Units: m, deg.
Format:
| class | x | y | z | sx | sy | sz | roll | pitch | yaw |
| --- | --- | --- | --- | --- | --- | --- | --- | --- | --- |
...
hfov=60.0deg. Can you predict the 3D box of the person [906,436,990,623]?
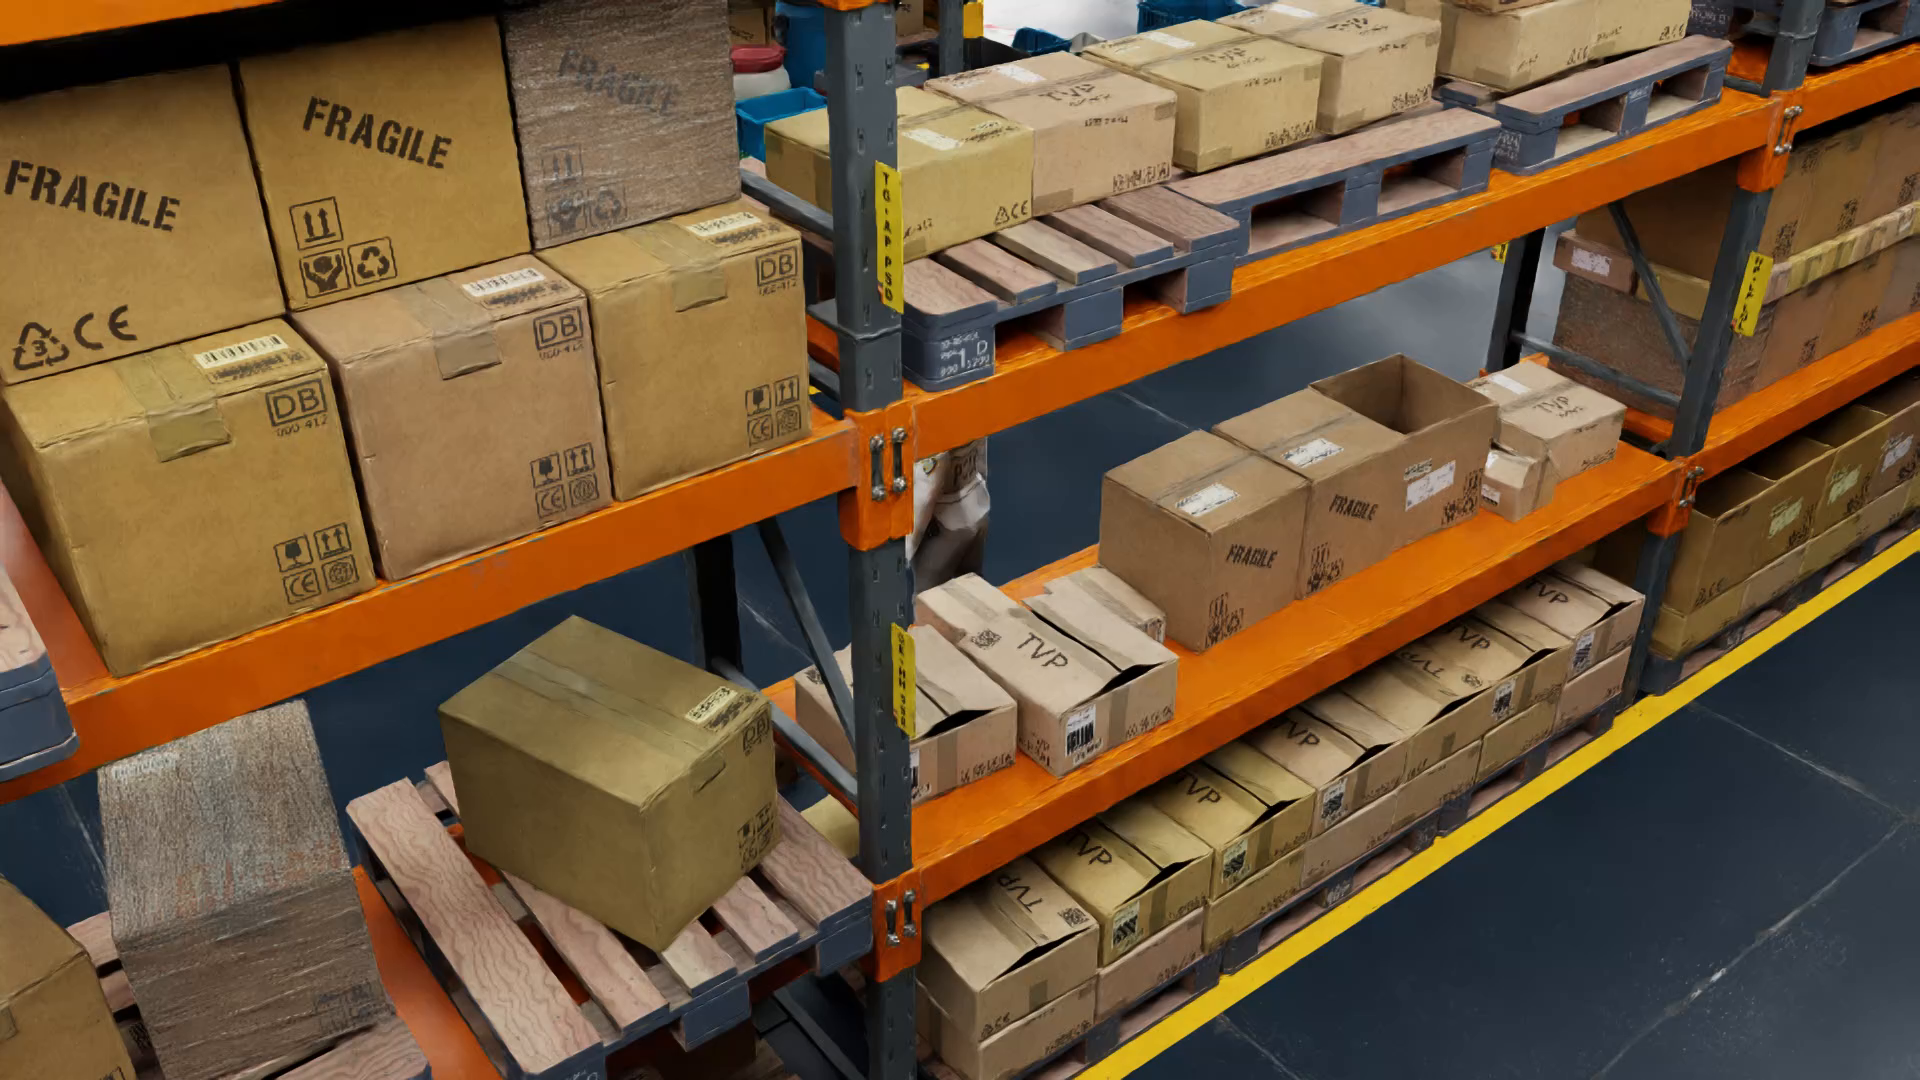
| class | x | y | z | sx | sy | sz | roll | pitch | yaw |
| --- | --- | --- | --- | --- | --- | --- | --- | --- | --- |
| person | -0.102 | -0.098 | 7.239 | 0.480 | 1.685 | 0.546 | 14 | 35 | 21 |
